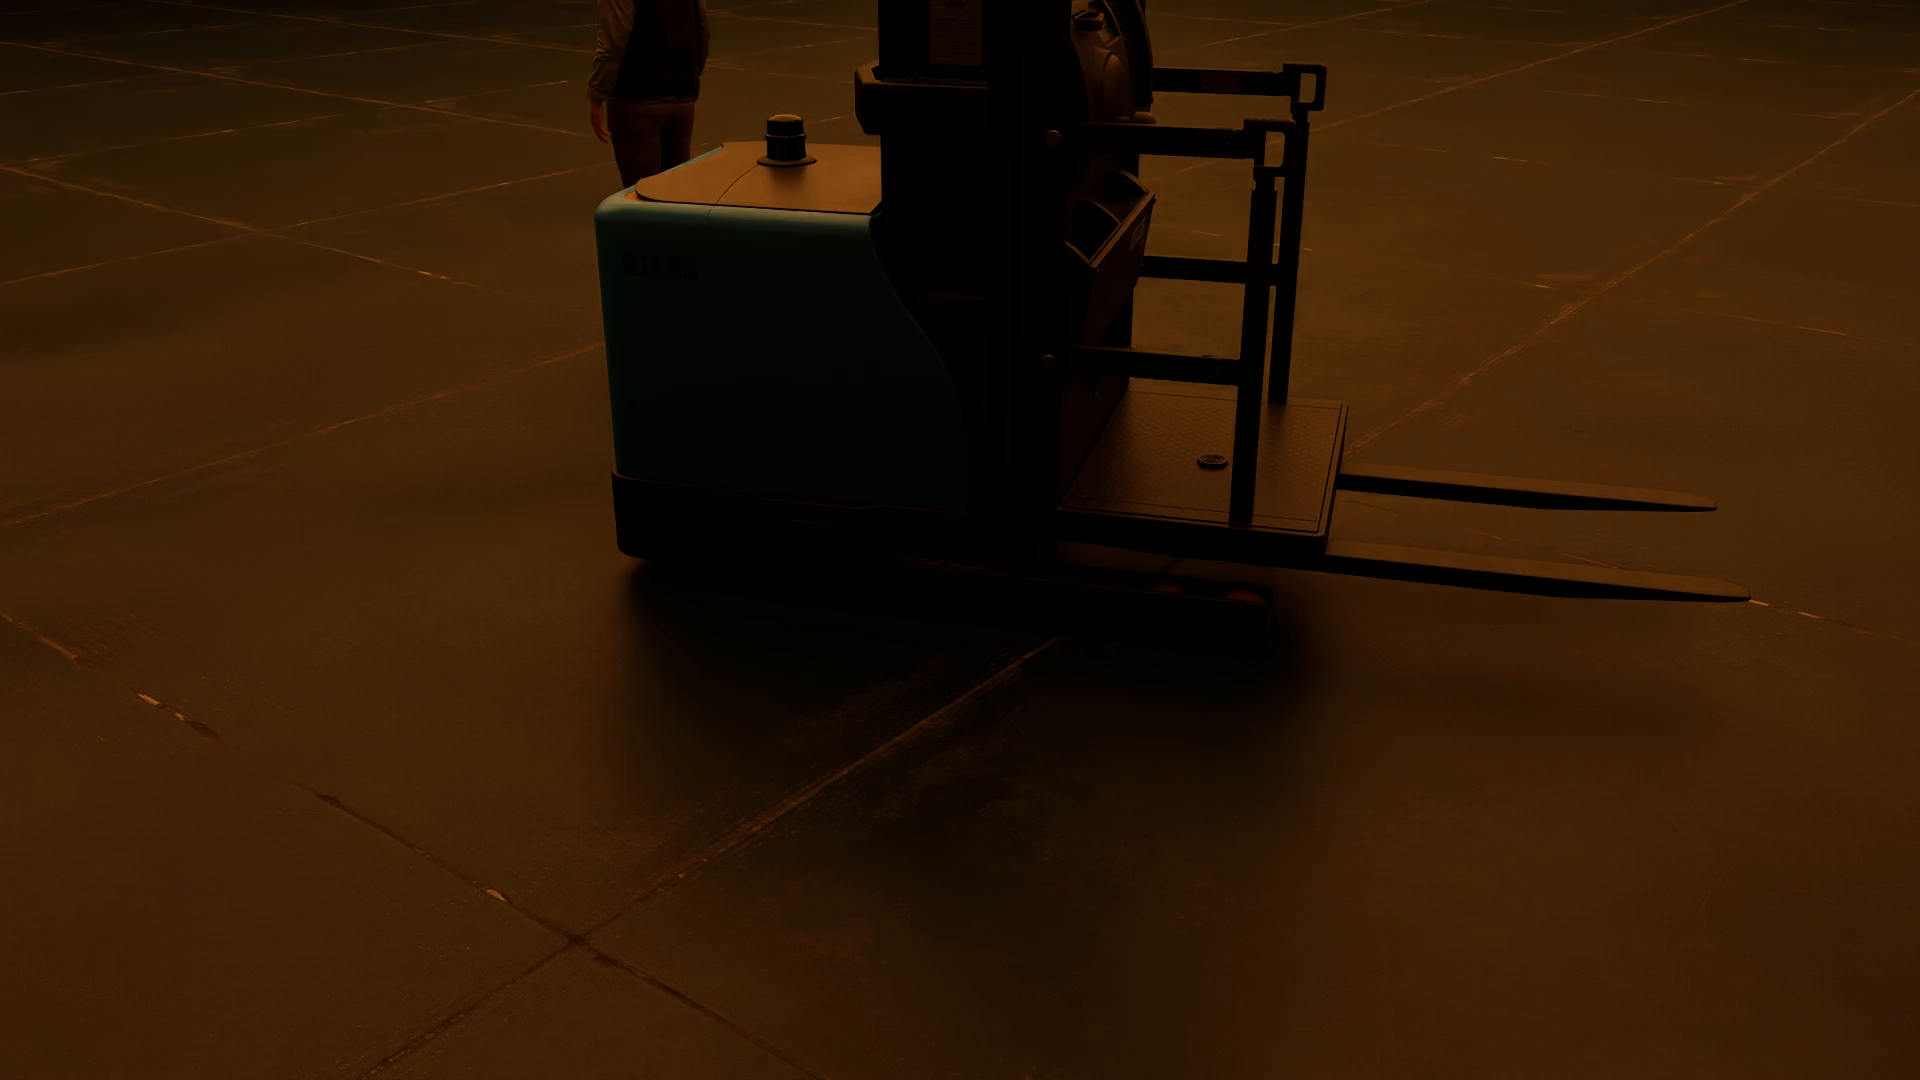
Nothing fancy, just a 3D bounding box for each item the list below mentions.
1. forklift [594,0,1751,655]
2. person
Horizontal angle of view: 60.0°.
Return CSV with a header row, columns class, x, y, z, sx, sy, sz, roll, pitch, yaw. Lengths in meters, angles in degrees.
class,x,y,z,sx,sy,sz,roll,pitch,yaw
forklift,0.587,-1.281,4.284,3.031,2.935,1.130,6,24,14
person,-1.392,-1.918,7.255,0.569,1.720,0.632,18,29,35
